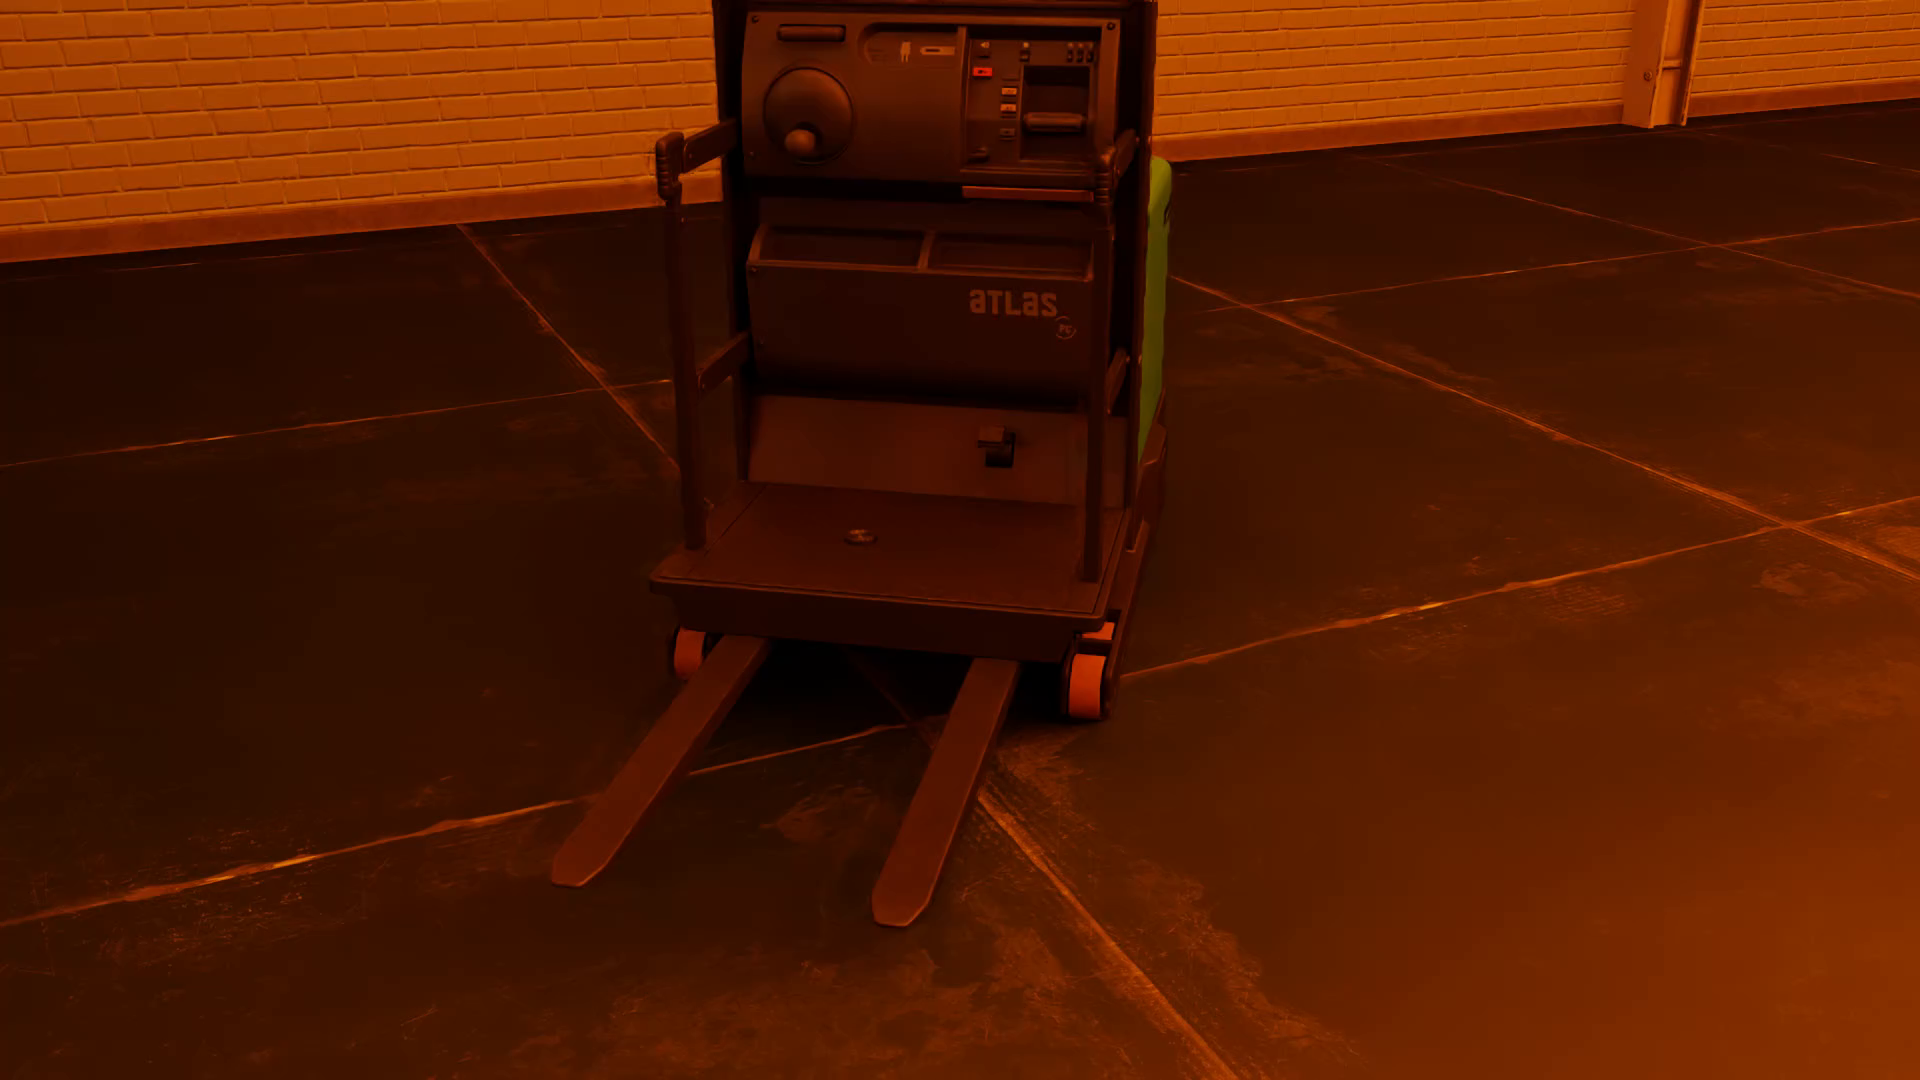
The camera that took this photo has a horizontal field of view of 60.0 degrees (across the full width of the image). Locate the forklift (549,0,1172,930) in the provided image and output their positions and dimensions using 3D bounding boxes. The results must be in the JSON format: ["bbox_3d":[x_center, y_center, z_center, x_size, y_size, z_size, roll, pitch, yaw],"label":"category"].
[{"bbox_3d":[-0.119,-1.067,3.854,1.130,2.935,3.031,4,23,11],"label":"forklift"}]
